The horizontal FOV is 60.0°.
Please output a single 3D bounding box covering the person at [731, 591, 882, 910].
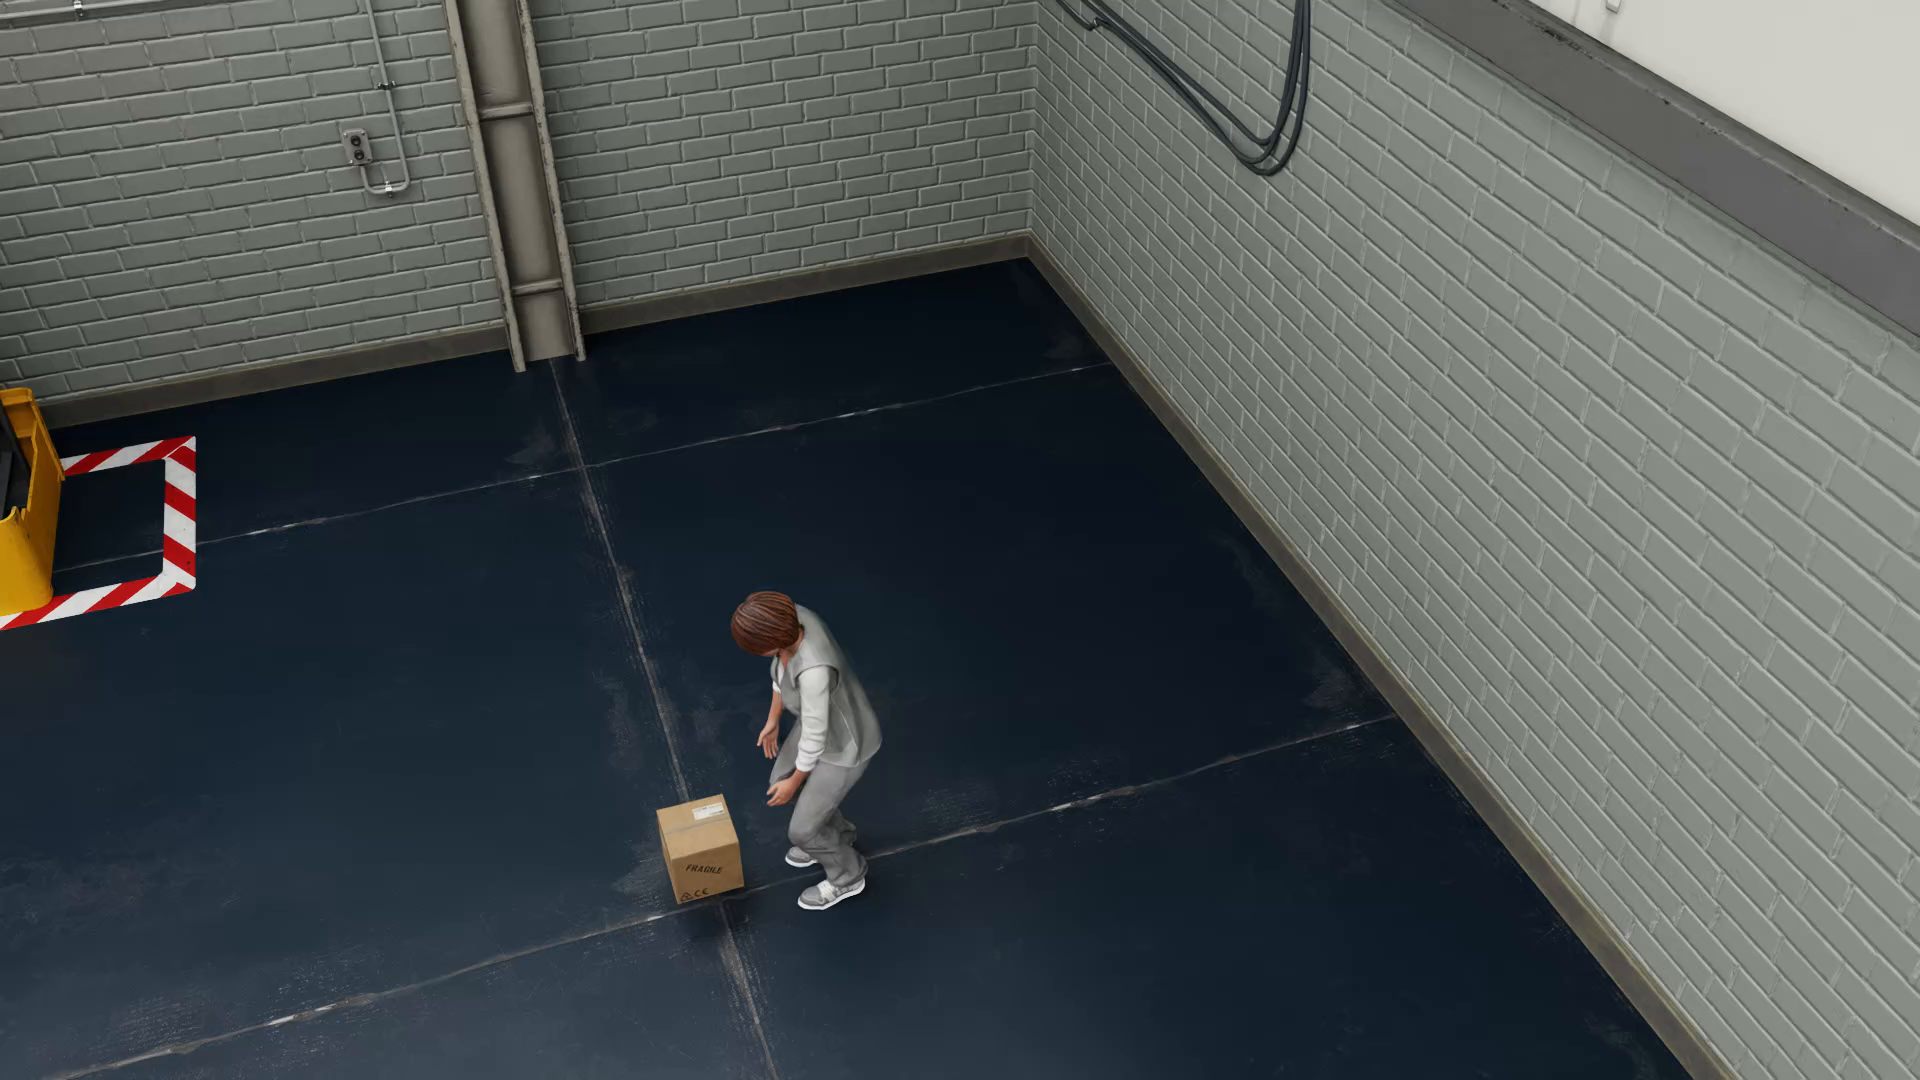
[{"bbox_3d":[-0.522,0.749,5.955,0.497,1.467,0.447,-12,40,-15],"label":"person"}]
